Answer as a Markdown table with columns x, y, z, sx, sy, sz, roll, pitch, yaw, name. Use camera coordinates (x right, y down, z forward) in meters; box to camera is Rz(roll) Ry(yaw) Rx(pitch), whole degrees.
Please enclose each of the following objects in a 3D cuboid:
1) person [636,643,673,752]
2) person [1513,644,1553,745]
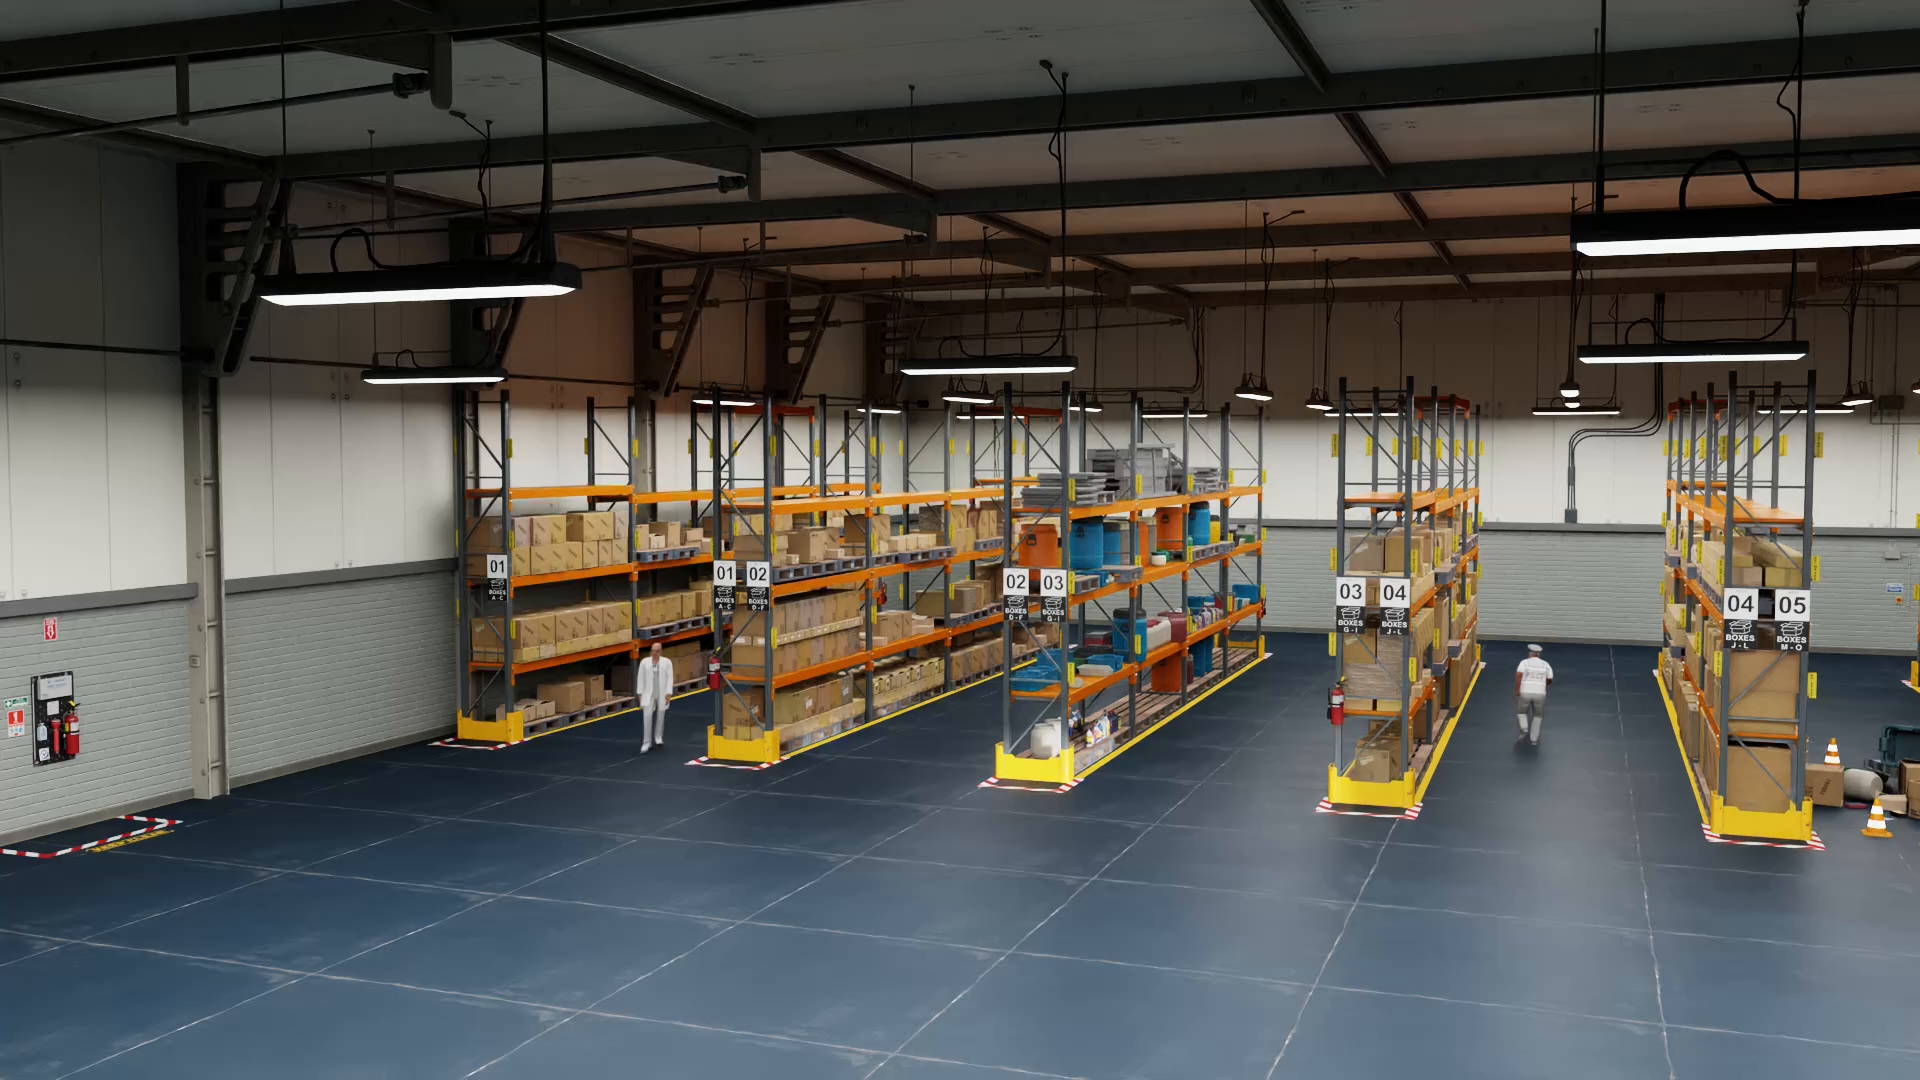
| x | y | z | sx | sy | sz | roll | pitch | yaw | name |
| --- | --- | --- | --- | --- | --- | --- | --- | --- | --- |
| -5.079 | 2.589 | 27.718 | 0.600 | 1.754 | 0.956 | -1 | 3 | -15 | person |
| 9.745 | 2.618 | 28.288 | 0.613 | 1.662 | 0.764 | 1 | 3 | 22 | person |
